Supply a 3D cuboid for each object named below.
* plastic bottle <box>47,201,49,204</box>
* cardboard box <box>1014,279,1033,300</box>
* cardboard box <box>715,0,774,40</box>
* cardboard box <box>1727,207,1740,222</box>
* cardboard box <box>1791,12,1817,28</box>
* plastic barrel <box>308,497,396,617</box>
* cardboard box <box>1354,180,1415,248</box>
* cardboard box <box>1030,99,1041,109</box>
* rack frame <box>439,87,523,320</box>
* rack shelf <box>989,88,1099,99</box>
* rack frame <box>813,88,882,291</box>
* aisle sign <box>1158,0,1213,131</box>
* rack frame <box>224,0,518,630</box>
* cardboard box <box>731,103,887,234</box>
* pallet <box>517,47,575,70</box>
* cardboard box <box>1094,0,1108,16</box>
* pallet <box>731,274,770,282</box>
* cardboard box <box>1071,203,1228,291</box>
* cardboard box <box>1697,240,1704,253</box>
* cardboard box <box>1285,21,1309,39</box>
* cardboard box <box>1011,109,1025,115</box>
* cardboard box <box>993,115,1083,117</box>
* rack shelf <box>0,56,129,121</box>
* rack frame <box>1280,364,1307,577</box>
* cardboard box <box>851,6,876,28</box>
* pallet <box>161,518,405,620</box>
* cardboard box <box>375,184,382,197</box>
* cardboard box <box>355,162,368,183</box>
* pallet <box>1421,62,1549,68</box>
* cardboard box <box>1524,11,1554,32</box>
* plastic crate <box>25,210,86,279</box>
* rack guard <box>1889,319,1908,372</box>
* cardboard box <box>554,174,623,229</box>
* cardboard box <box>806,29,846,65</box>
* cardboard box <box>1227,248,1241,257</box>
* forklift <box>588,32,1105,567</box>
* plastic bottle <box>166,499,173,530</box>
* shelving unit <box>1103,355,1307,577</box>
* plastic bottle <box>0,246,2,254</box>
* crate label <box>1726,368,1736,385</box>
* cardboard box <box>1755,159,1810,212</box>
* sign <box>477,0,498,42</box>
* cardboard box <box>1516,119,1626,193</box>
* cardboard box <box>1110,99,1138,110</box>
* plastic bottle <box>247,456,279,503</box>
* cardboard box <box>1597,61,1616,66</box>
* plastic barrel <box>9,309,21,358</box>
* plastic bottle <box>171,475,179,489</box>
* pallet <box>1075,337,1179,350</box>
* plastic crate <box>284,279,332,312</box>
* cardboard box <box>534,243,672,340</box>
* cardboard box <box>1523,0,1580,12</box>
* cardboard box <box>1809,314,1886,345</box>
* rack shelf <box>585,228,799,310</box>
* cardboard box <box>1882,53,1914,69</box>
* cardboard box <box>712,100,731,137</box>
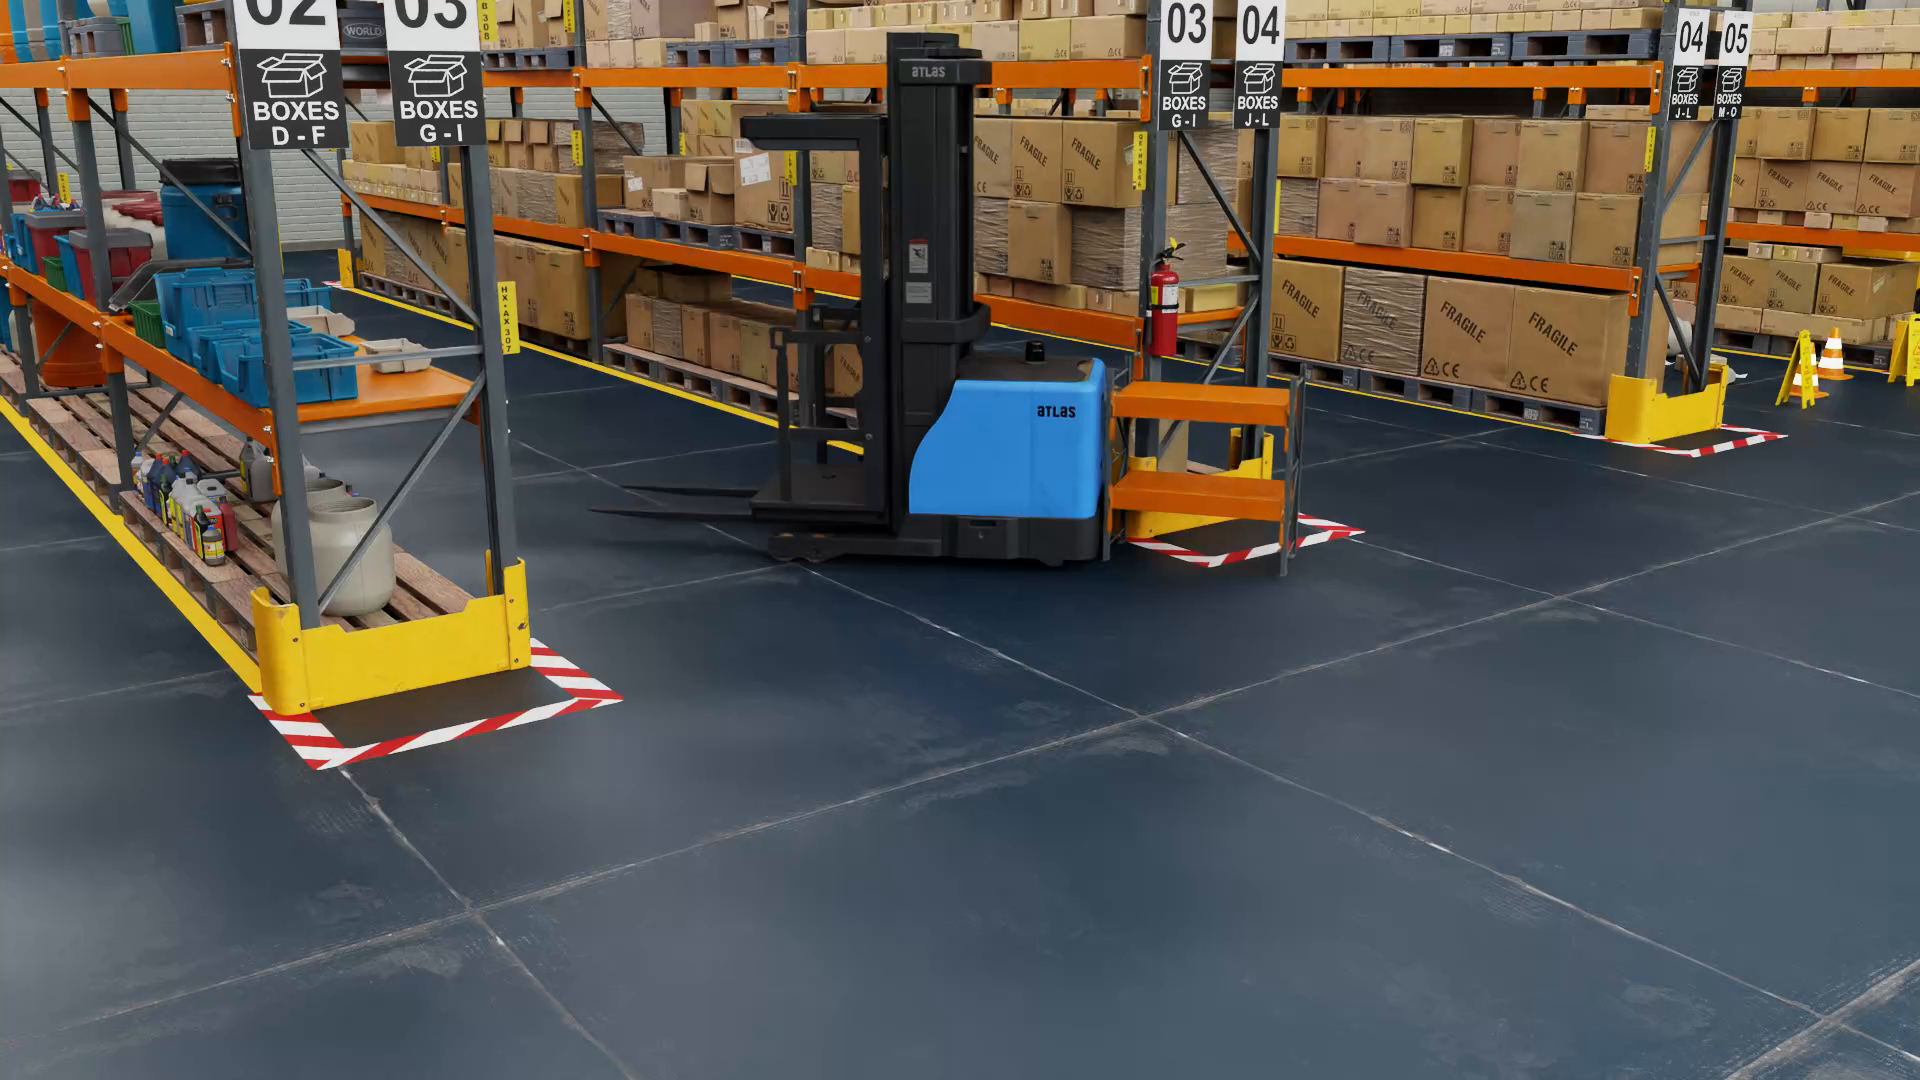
[{"bbox_3d":[-8.855,-3.181,16.251,0.152,0.276,0.135,-11,19,-35],"label":"plastic bottle"},{"bbox_3d":[0.582,-1.681,11.013,0.380,0.149,0.250,-11,19,-35],"label":"cardboard box"},{"bbox_3d":[-1.603,-4.429,13.904,0.797,0.503,0.637,-10,18,-32],"label":"cardboard box"},{"bbox_3d":[8.005,-3.389,17.253,0.380,0.149,0.250,-11,19,-35],"label":"cardboard box"},{"bbox_3d":[8.414,-5.122,16.392,0.380,0.149,0.250,-12,19,-36],"label":"cardboard box"},{"bbox_3d":[-2.956,0.078,8.025,0.421,0.512,0.421,0,15,0],"label":"plastic barrel"},{"bbox_3d":[4.010,-2.910,14.740,0.875,0.550,0.550,-11,19,-35],"label":"cardboard box"},{"bbox_3d":[1.321,-6.802,25.935,0.380,0.149,0.250,-11,19,-36],"label":"cardboard box"},{"bbox_3d":[-5.556,-4.122,19.453,1.000,3.000,0.127,-11,19,-35],"label":"rack frame"},{"bbox_3d":[1.284,-7.187,26.333,1.077,0.370,4.000,-11,19,-35],"label":"rack shelf"},{"bbox_3d":[-1.485,-4.870,22.187,1.000,3.000,0.127,-11,19,-35],"label":"rack frame"},{"bbox_3d":[1.293,-2.753,9.529,0.394,0.787,0.004,-11,19,-35],"label":"aisle sign"},{"bbox_3d":[-2.507,-0.790,7.282,1.000,3.000,0.127,-11,19,-35],"label":"rack frame"},{"bbox_3d":[-1.206,-3.097,13.776,1.000,1.000,1.000,-11,19,-34],"label":"cardboard box"},{"bbox_3d":[-3.626,-4.752,16.434,1.213,0.211,1.003,-10,18,-32],"label":"pallet"},{"bbox_3d":[1.026,-3.211,9.971,0.380,0.149,0.250,-12,19,-36],"label":"cardboard box"},{"bbox_3d":[-2.630,-3.924,24.012,1.003,0.211,1.213,-11,19,-35],"label":"pallet"},{"bbox_3d":[1.198,-1.873,10.483,0.875,0.500,0.500,-11,19,-35],"label":"cardboard box"},{"bbox_3d":[7.781,-3.132,17.601,0.380,0.149,0.250,-10,18,-31],"label":"cardboard box"},{"bbox_3d":[3.158,-4.608,15.037,0.380,0.149,0.250,-11,19,-35],"label":"cardboard box"},{"bbox_3d":[1.072,-6.573,26.328,0.500,0.500,0.500,-11,19,-34],"label":"cardboard box"},{"bbox_3d":[0.514,-2.713,11.660,0.500,0.500,0.500,-11,19,-35],"label":"cardboard box"},{"bbox_3d":[-6.035,-3.171,11.662,1.077,0.370,4.000,-11,19,-35],"label":"rack shelf"},{"bbox_3d":[1.885,-0.399,9.405,0.032,1.125,0.500,5,16,17],"label":"rack frame"},{"bbox_3d":[-0.556,-3.755,11.961,0.380,0.149,0.250,-11,19,-34],"label":"cardboard box"},{"bbox_3d":[-3.776,0.111,9.271,1.003,0.211,1.213,-11,19,-35],"label":"pallet"},{"bbox_3d":[-7.208,-4.453,21.141,0.380,0.149,0.250,-11,19,-35],"label":"cardboard box"},{"bbox_3d":[-7.533,-4.793,21.625,0.500,0.250,0.500,-11,19,-35],"label":"cardboard box"},{"bbox_3d":[6.274,-5.677,19.810,1.213,0.211,1.003,-11,19,-35],"label":"pallet"},{"bbox_3d":[4.654,-4.065,13.055,0.380,0.149,0.250,-11,19,-34],"label":"cardboard box"},{"bbox_3d":[-6.508,-2.137,12.081,0.402,0.464,0.583,-11,19,-35],"label":"plastic crate"},{"bbox_3d":[9.471,-1.908,16.100,1.175,0.500,0.348,-11,19,-35],"label":"rack guard"},{"bbox_3d":[-3.695,-3.383,16.564,0.500,0.500,0.500,-10,18,-33],"label":"cardboard box"},{"bbox_3d":[-0.795,-3.652,12.339,0.500,0.250,0.500,-12,19,-37],"label":"cardboard box"},{"bbox_3d":[3.952,-4.335,23.462,0.875,0.875,0.875,-11,19,-34],"label":"cardboard box"},{"bbox_3d":[-0.672,-1.415,9.693,3.031,2.935,1.130,2,15,7],"label":"forklift"},{"bbox_3d":[-4.461,-0.166,9.468,0.097,0.201,0.097,0,15,0],"label":"plastic bottle"},{"bbox_3d":[1.402,-0.441,9.555,1.048,1.125,0.538,5,16,17],"label":"shelving unit"},{"bbox_3d":[-7.982,-2.500,13.904,0.097,0.201,0.097,0,15,0],"label":"plastic bottle"},{"bbox_3d":[7.009,-1.522,15.376,0.298,0.136,0.250,7,17,23],"label":"crate label"},{"bbox_3d":[8.391,-3.577,16.711,0.500,0.500,0.500,-11,19,-35],"label":"cardboard box"},{"bbox_3d":[-2.059,-2.326,7.193,0.100,0.325,0.005,-11,19,-35],"label":"sign"},{"bbox_3d":[4.986,-3.089,13.351,0.875,0.550,0.550,-11,19,-35],"label":"cardboard box"},{"bbox_3d":[2.484,-6.611,25.236,0.380,0.149,0.250,-11,19,-35],"label":"cardboard box"},{"bbox_3d":[-4.239,-0.381,10.112,0.152,0.276,0.135,-11,19,-35],"label":"plastic bottle"},{"bbox_3d":[7.148,-5.171,18.083,0.380,0.149,0.250,-11,19,-35],"label":"cardboard box"},{"bbox_3d":[-8.580,-1.951,15.439,0.421,0.512,0.421,0,15,0],"label":"plastic barrel"},{"bbox_3d":[-4.492,-0.238,9.599,0.097,0.271,0.097,0,15,0],"label":"plastic bottle"},{"bbox_3d":[1.983,-2.230,17.826,1.003,0.211,1.213,-11,19,-35],"label":"pallet"},{"bbox_3d":[-3.989,-1.379,9.713,0.499,0.251,0.616,-11,19,-35],"label":"plastic crate"},{"bbox_3d":[-3.593,-2.596,17.108,1.225,0.875,0.875,-12,19,-37],"label":"cardboard box"},{"bbox_3d":[4.764,-4.244,12.955,0.500,0.250,0.500,-11,19,-34],"label":"cardboard box"},{"bbox_3d":[8.808,-2.110,16.515,0.500,0.250,0.500,-11,19,-35],"label":"cardboard box"},{"bbox_3d":[-2.028,-2.493,14.867,1.077,0.370,4.000,-11,19,-35],"label":"rack shelf"},{"bbox_3d":[8.907,-4.504,15.643,0.380,0.149,0.250,-11,19,-34],"label":"cardboard box"},{"bbox_3d":[-3.198,-6.040,23.814,0.500,0.500,0.500,-11,19,-36],"label":"cardboard box"}]
